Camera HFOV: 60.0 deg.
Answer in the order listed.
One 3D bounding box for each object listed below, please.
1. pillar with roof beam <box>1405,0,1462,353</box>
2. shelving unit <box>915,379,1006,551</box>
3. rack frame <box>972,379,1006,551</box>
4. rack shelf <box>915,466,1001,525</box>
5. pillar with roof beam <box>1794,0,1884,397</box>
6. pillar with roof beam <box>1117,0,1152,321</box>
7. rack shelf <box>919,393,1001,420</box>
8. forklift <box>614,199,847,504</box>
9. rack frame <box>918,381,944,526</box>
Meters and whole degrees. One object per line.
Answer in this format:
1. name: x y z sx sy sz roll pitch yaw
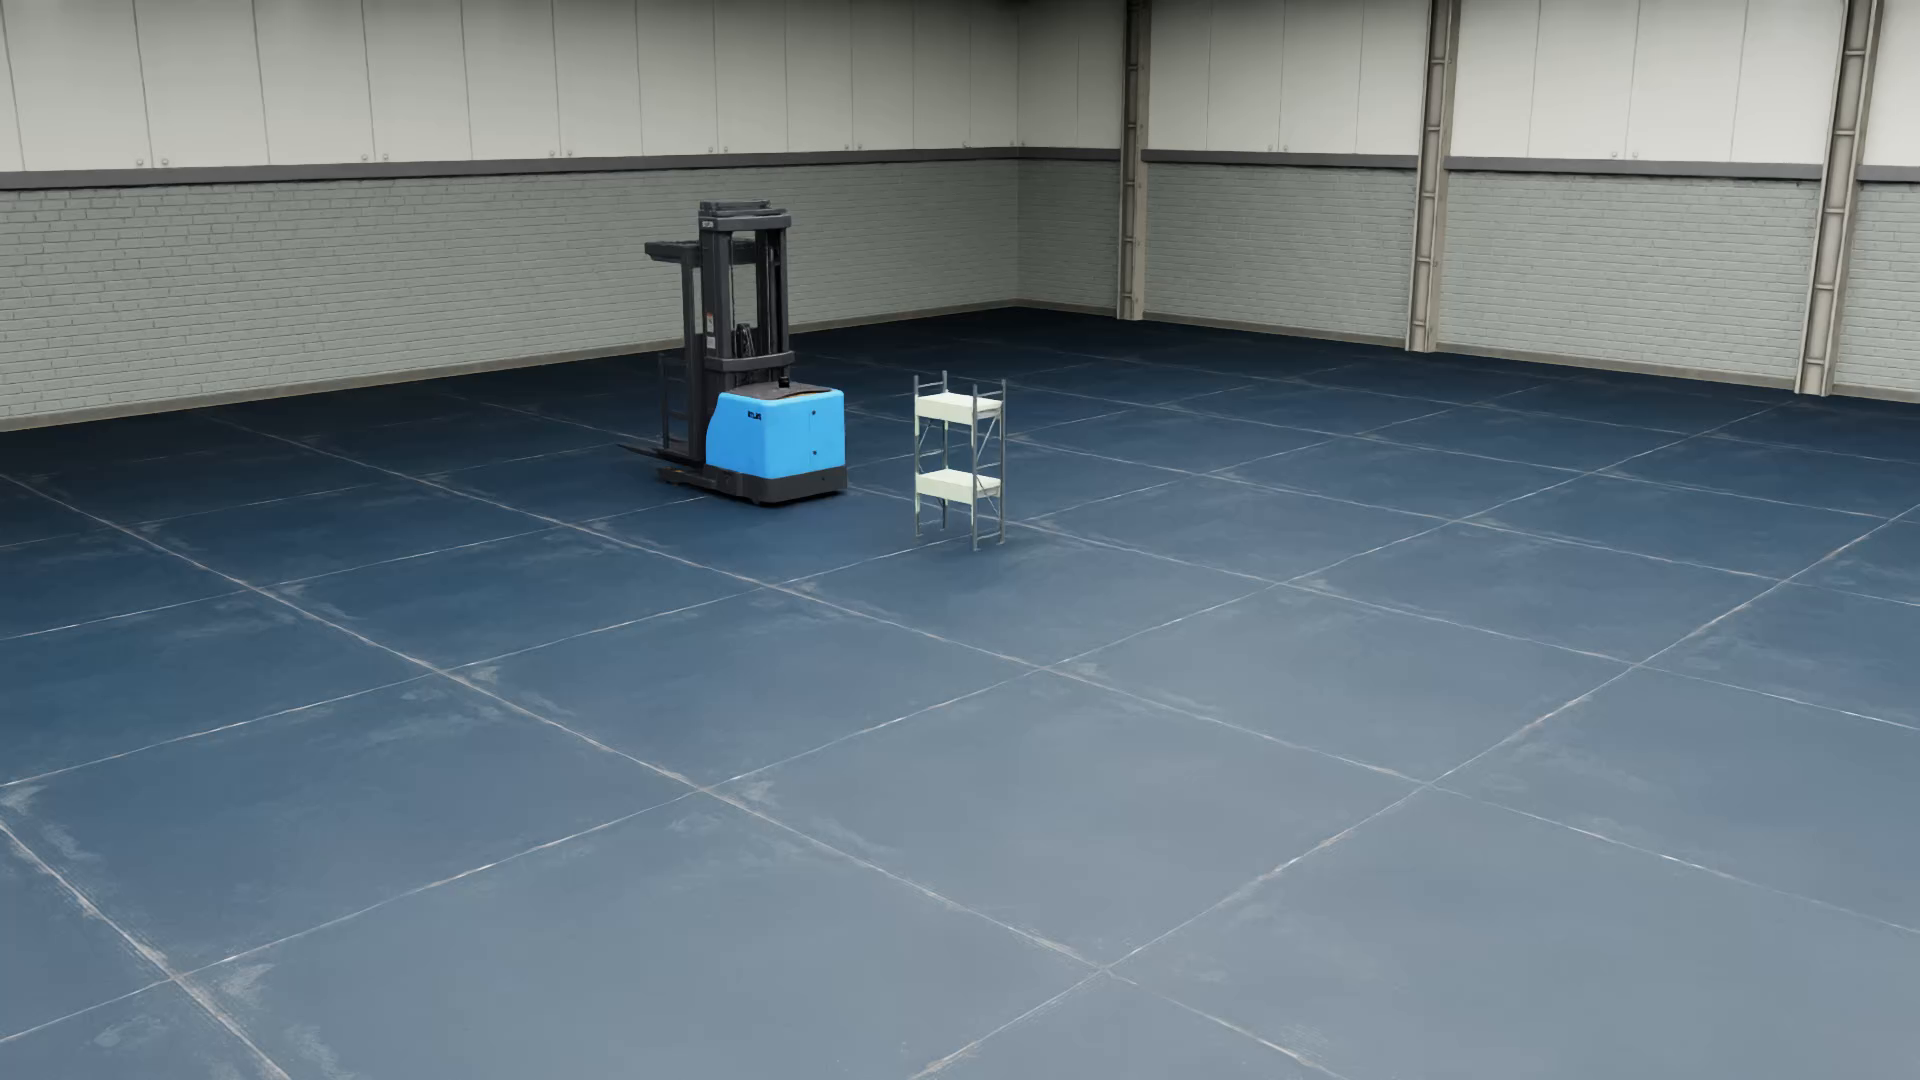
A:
1. pillar with roof beam: 4.509 -6.652 22.932 0.400 9.000 9.100 14 20 42
2. shelving unit: -0.002 -0.726 15.063 0.748 1.500 0.431 14 20 42
3. rack frame: 0.259 -0.663 14.820 0.023 1.500 0.400 14 20 42
4. rack shelf: -0.005 -0.411 15.148 0.720 0.370 0.431 14 20 42
5. pillar with roof beam: 8.828 -5.602 18.902 0.400 9.000 9.100 14 20 42
6. pillar with roof beam: 0.190 -7.702 26.962 0.400 9.000 9.100 14 20 42
7. rack shelf: -0.005 -1.199 14.942 0.686 0.124 0.368 14 20 42
8. forklift: -2.552 -2.070 17.380 1.130 2.935 3.031 -14 20 -43
9. rack frame: -0.269 -0.791 15.310 0.010 1.308 0.380 14 20 42
